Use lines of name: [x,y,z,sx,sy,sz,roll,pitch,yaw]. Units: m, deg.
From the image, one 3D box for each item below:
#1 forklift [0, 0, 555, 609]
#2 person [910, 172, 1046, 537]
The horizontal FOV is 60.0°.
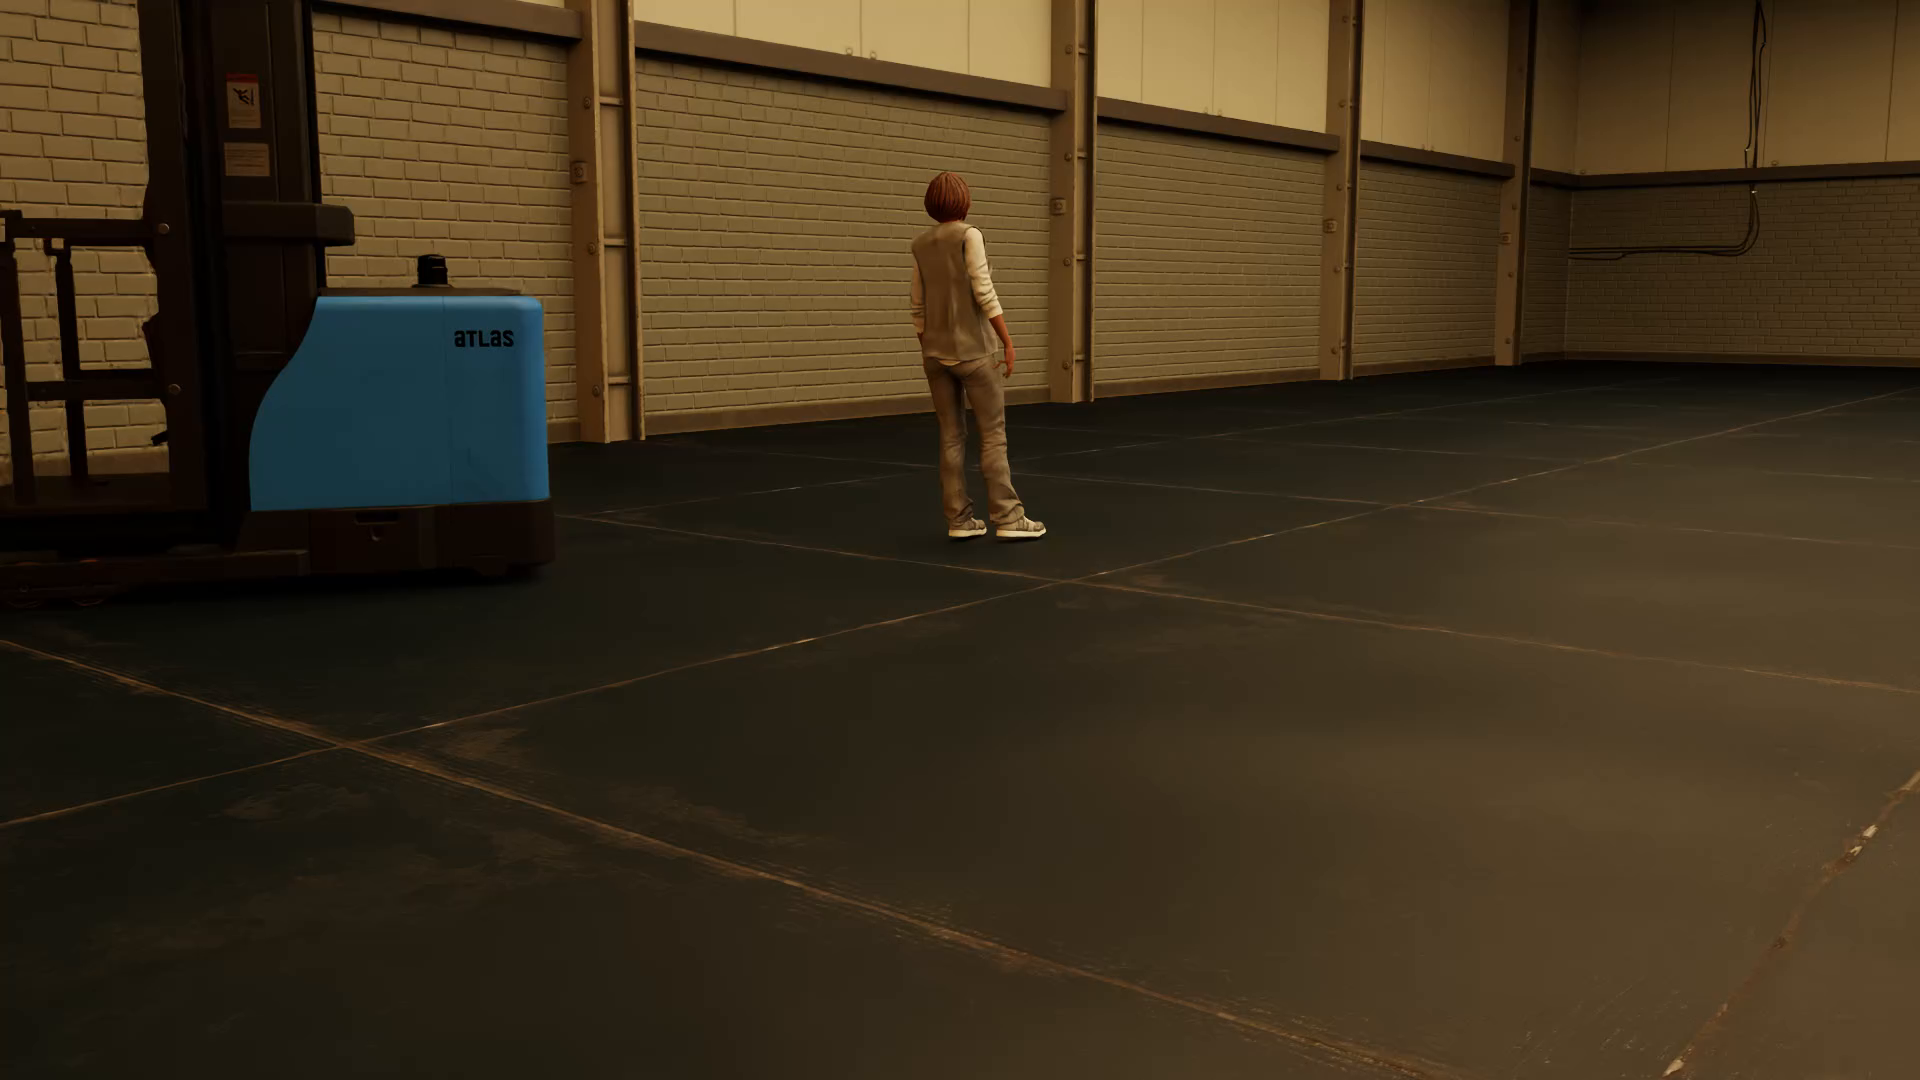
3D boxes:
forklift: [-3.132,-1.296,6.138,3.031,2.935,1.130,-3,9,-18]
person: [0.058,-0.801,7.338,0.521,1.592,0.473,7,11,38]
